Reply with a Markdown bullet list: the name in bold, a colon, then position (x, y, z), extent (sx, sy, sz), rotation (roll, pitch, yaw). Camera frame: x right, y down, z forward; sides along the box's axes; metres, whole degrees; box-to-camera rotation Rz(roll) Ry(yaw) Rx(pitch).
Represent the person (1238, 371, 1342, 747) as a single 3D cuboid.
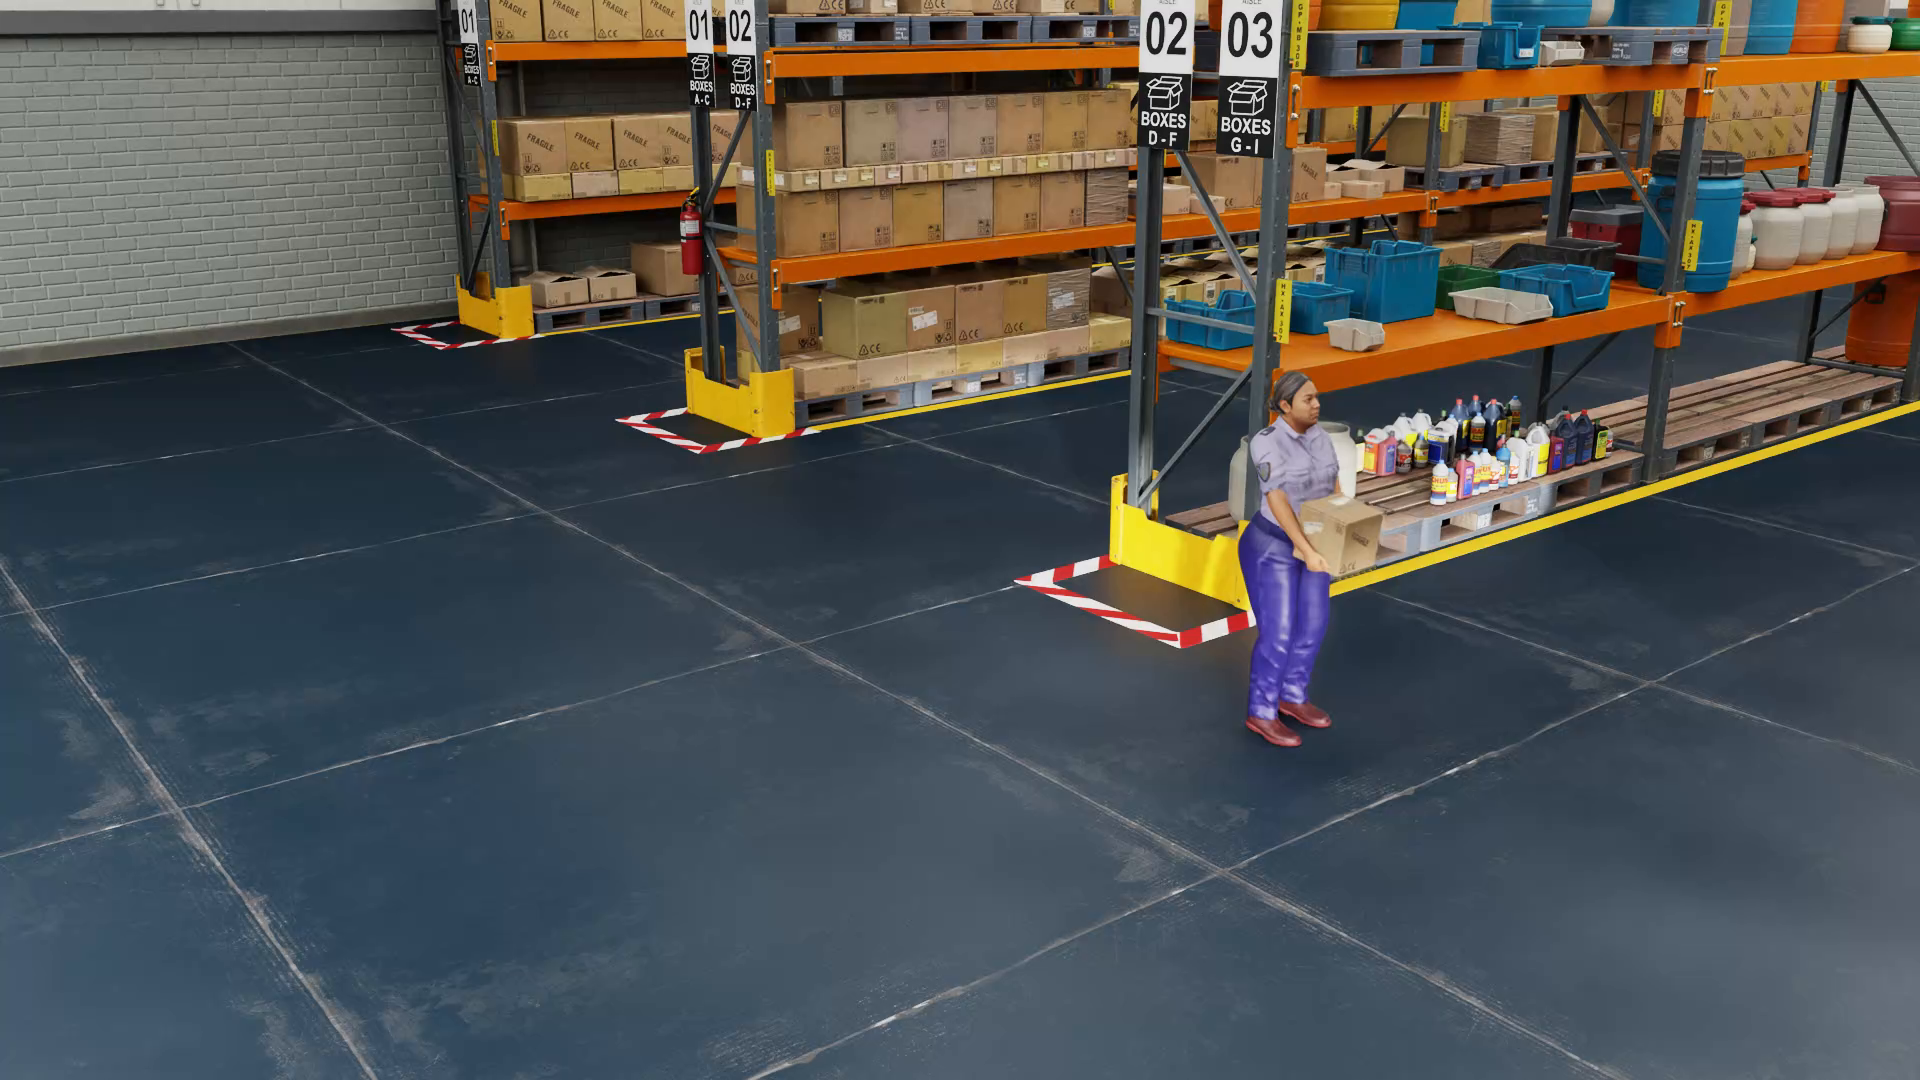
- **person**: position (1.515, 0.080, 7.343), extent (0.441, 1.646, 0.519), rotation (-14, 22, -36)
